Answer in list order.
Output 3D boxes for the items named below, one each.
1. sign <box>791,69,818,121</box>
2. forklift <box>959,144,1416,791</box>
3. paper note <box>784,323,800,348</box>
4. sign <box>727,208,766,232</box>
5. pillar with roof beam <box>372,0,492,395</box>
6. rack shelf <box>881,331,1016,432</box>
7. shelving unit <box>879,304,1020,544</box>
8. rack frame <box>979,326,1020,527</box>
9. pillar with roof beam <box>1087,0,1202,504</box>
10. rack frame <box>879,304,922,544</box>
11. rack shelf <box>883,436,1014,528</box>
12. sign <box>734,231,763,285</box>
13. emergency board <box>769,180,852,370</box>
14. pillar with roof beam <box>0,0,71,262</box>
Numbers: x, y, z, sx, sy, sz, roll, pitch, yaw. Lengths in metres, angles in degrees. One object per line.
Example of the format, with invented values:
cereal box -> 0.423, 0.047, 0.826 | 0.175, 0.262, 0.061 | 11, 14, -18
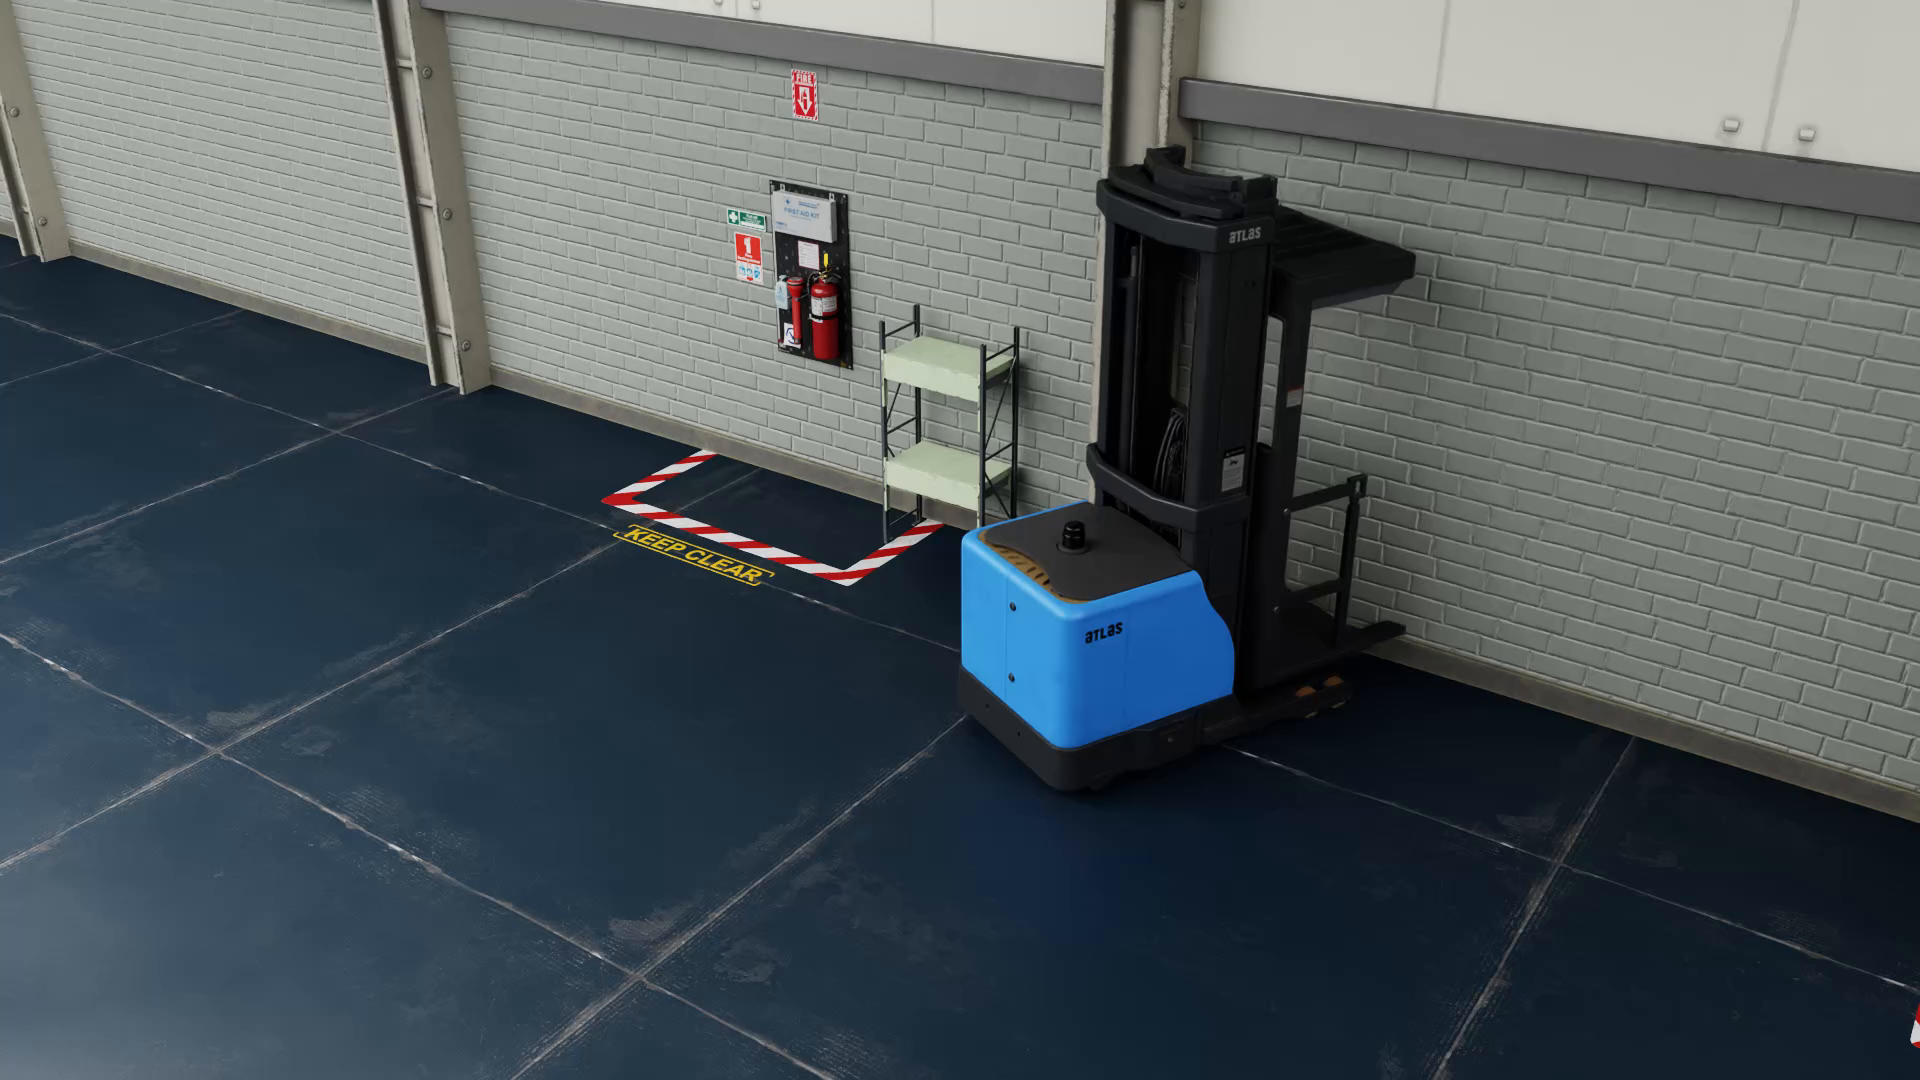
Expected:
sign -> -0.963, -2.757, 10.305 | 0.199, 0.298, 0.001 | 17, 32, 30
forklift -> 1.524, -0.546, 8.591 | 3.031, 2.935, 1.130 | -15, 31, -27
paper note -> -1.120, -1.364, 11.093 | 0.142, 0.148, 0.016 | 17, 32, 30
sign -> -1.411, -2.113, 10.971 | 0.331, 0.109, 0.001 | 17, 32, 30
pillar with roof beam -> -6.380, -3.641, 7.983 | 0.400, 9.000, 9.100 | 17, 32, 30
rack shelf -> -0.066, -0.976, 10.153 | 0.720, 0.370, 0.431 | 17, 32, 30
shelving unit -> -0.066, -0.628, 10.330 | 0.755, 1.500, 0.431 | 17, 32, 30
rack frame -> 0.237, -0.535, 10.147 | 0.023, 1.500, 0.400 | 17, 32, 30
pillar with roof beam -> -1.435, -2.100, 4.955 | 0.400, 9.000, 9.100 | 17, 32, 30
rack frame -> -0.369, -0.721, 10.512 | 0.023, 1.500, 0.400 | 17, 32, 30
rack shelf -> -0.066, -0.337, 10.478 | 0.720, 0.370, 0.431 | 17, 32, 30
sign -> -1.410, -1.881, 11.100 | 0.234, 0.329, 0.001 | 17, 32, 30
emergency board -> -1.013, -1.685, 10.754 | 0.643, 1.169, 0.194 | 17, 32, 30
pillar with roof beam -> -11.326, -5.182, 11.010 | 0.400, 9.000, 9.100 | 17, 32, 30
